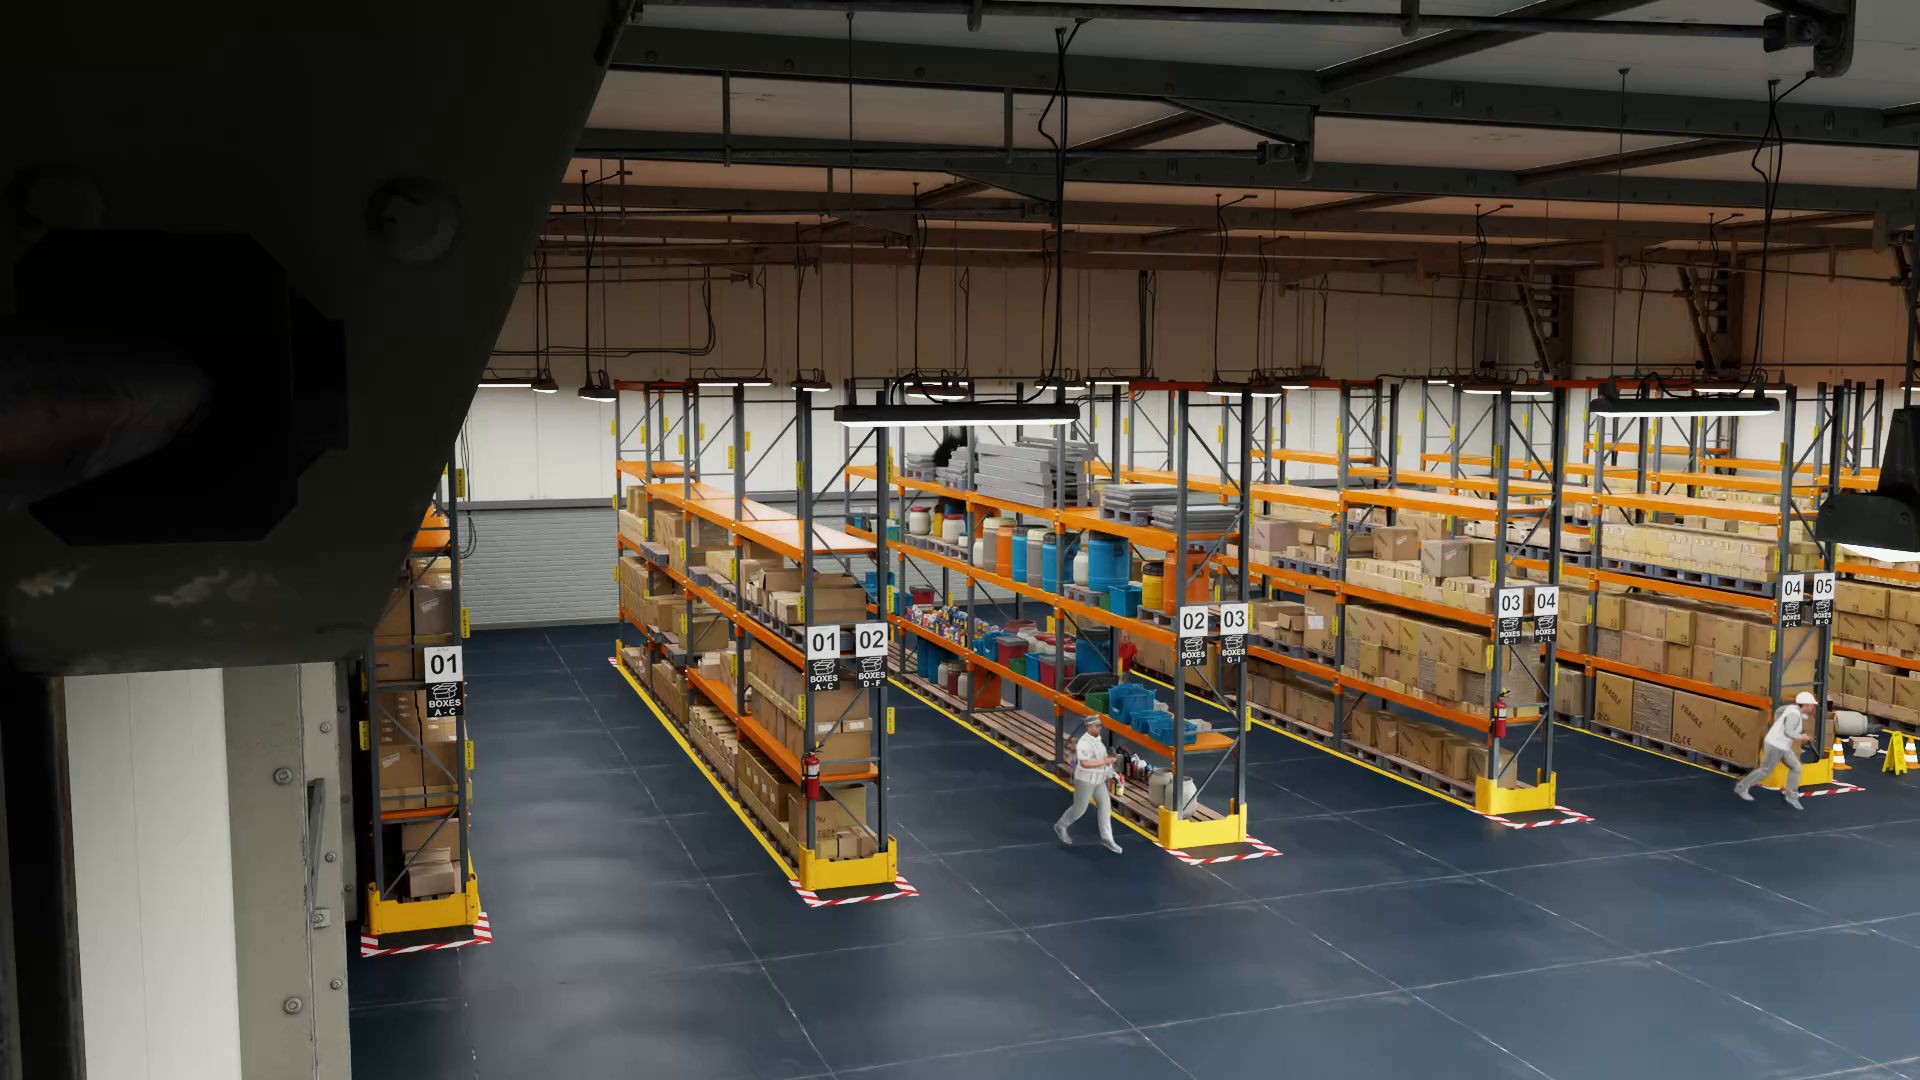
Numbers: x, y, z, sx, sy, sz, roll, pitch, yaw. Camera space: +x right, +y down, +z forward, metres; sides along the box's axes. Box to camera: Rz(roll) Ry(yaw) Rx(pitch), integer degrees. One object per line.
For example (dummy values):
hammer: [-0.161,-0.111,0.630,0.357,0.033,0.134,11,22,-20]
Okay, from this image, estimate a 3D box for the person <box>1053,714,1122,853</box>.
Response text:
person: [1.673,3.139,21.682,0.959,1.790,0.650,4,7,34]

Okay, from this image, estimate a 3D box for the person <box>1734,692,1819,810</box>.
person: [11.690,3.003,23.834,1.033,1.733,0.700,3,7,26]

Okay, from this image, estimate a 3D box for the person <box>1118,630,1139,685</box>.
person: [2.776,2.413,29.238,0.640,1.715,0.931,-3,7,-27]
